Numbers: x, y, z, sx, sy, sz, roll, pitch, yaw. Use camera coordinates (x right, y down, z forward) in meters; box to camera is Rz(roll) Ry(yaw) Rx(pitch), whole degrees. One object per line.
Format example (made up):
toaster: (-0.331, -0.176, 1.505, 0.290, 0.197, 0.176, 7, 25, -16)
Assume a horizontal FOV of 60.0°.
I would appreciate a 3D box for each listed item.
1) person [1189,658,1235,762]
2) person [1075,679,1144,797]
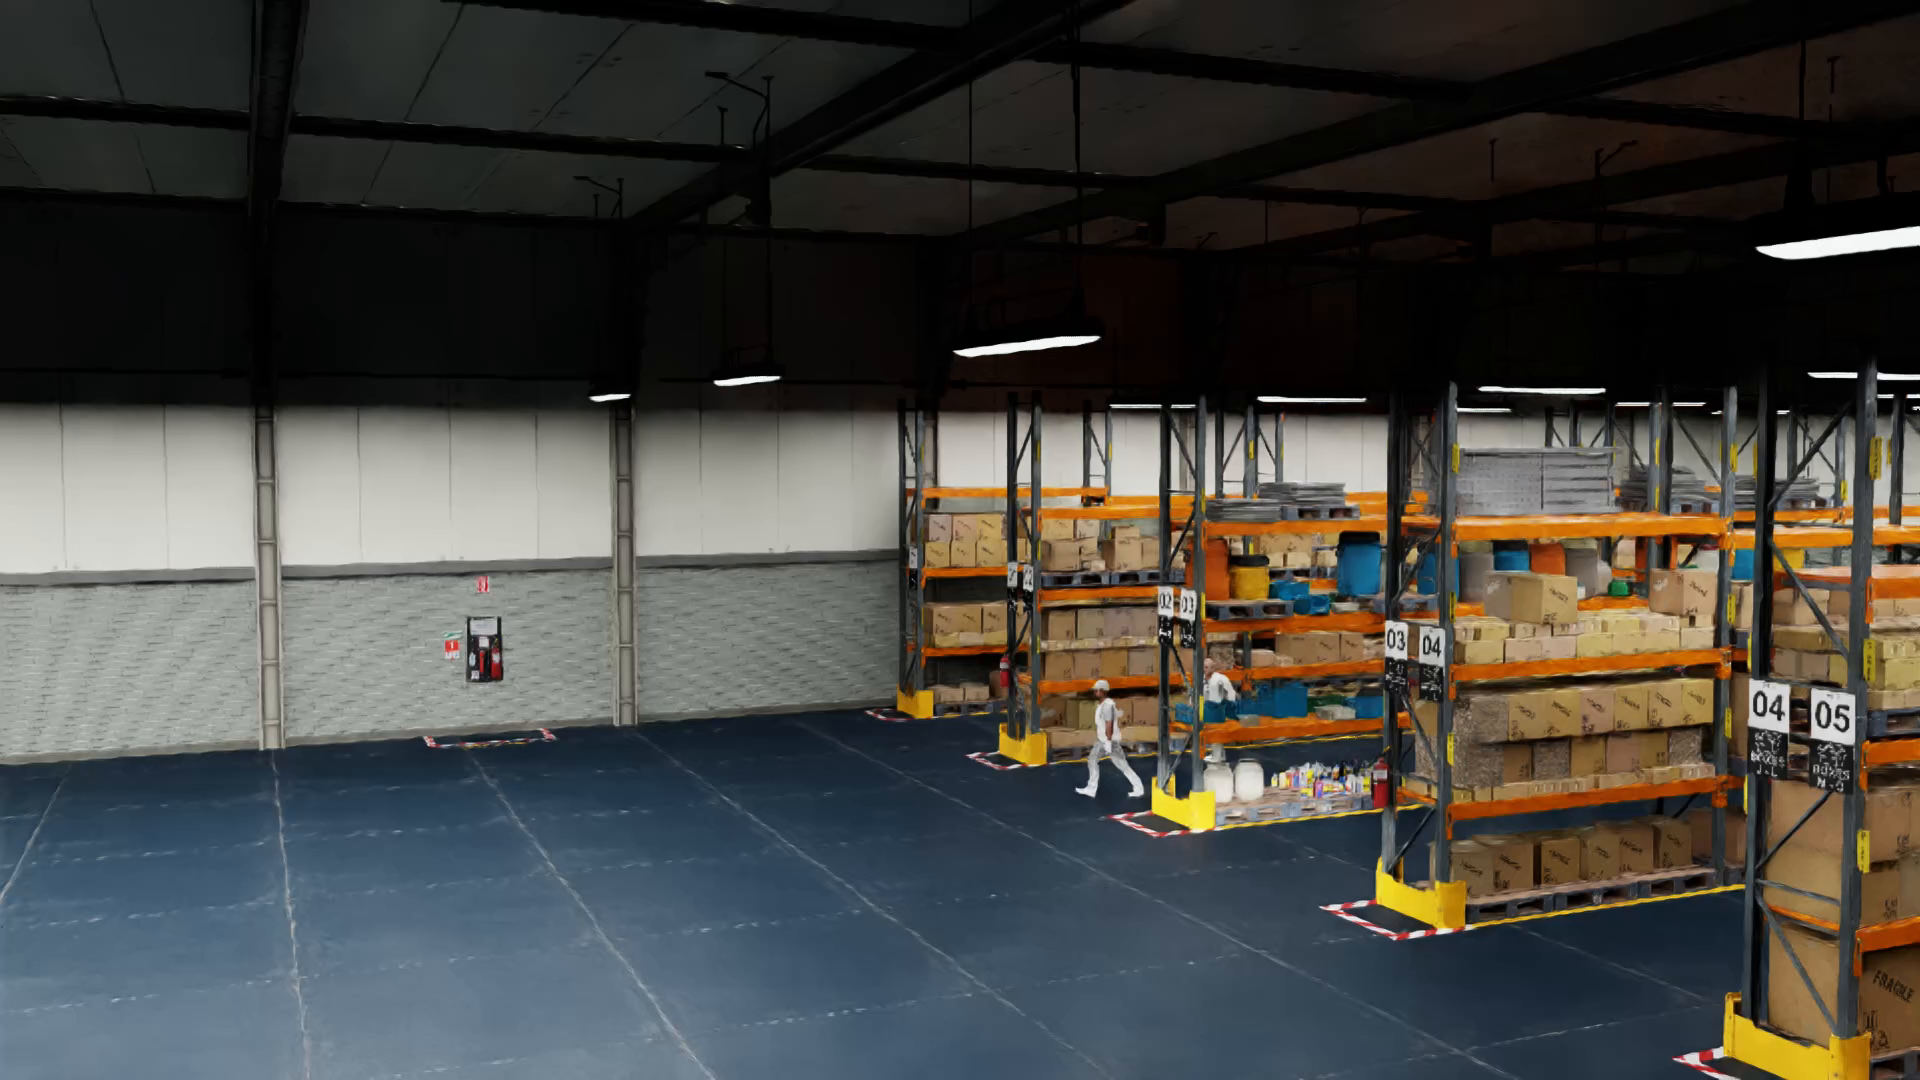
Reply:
person: (4.060, 2.739, 26.605, 0.869, 1.719, 0.734, -3, 4, -42)
person: (2.182, 2.891, 24.176, 0.983, 1.731, 0.605, 0, 3, -3)
